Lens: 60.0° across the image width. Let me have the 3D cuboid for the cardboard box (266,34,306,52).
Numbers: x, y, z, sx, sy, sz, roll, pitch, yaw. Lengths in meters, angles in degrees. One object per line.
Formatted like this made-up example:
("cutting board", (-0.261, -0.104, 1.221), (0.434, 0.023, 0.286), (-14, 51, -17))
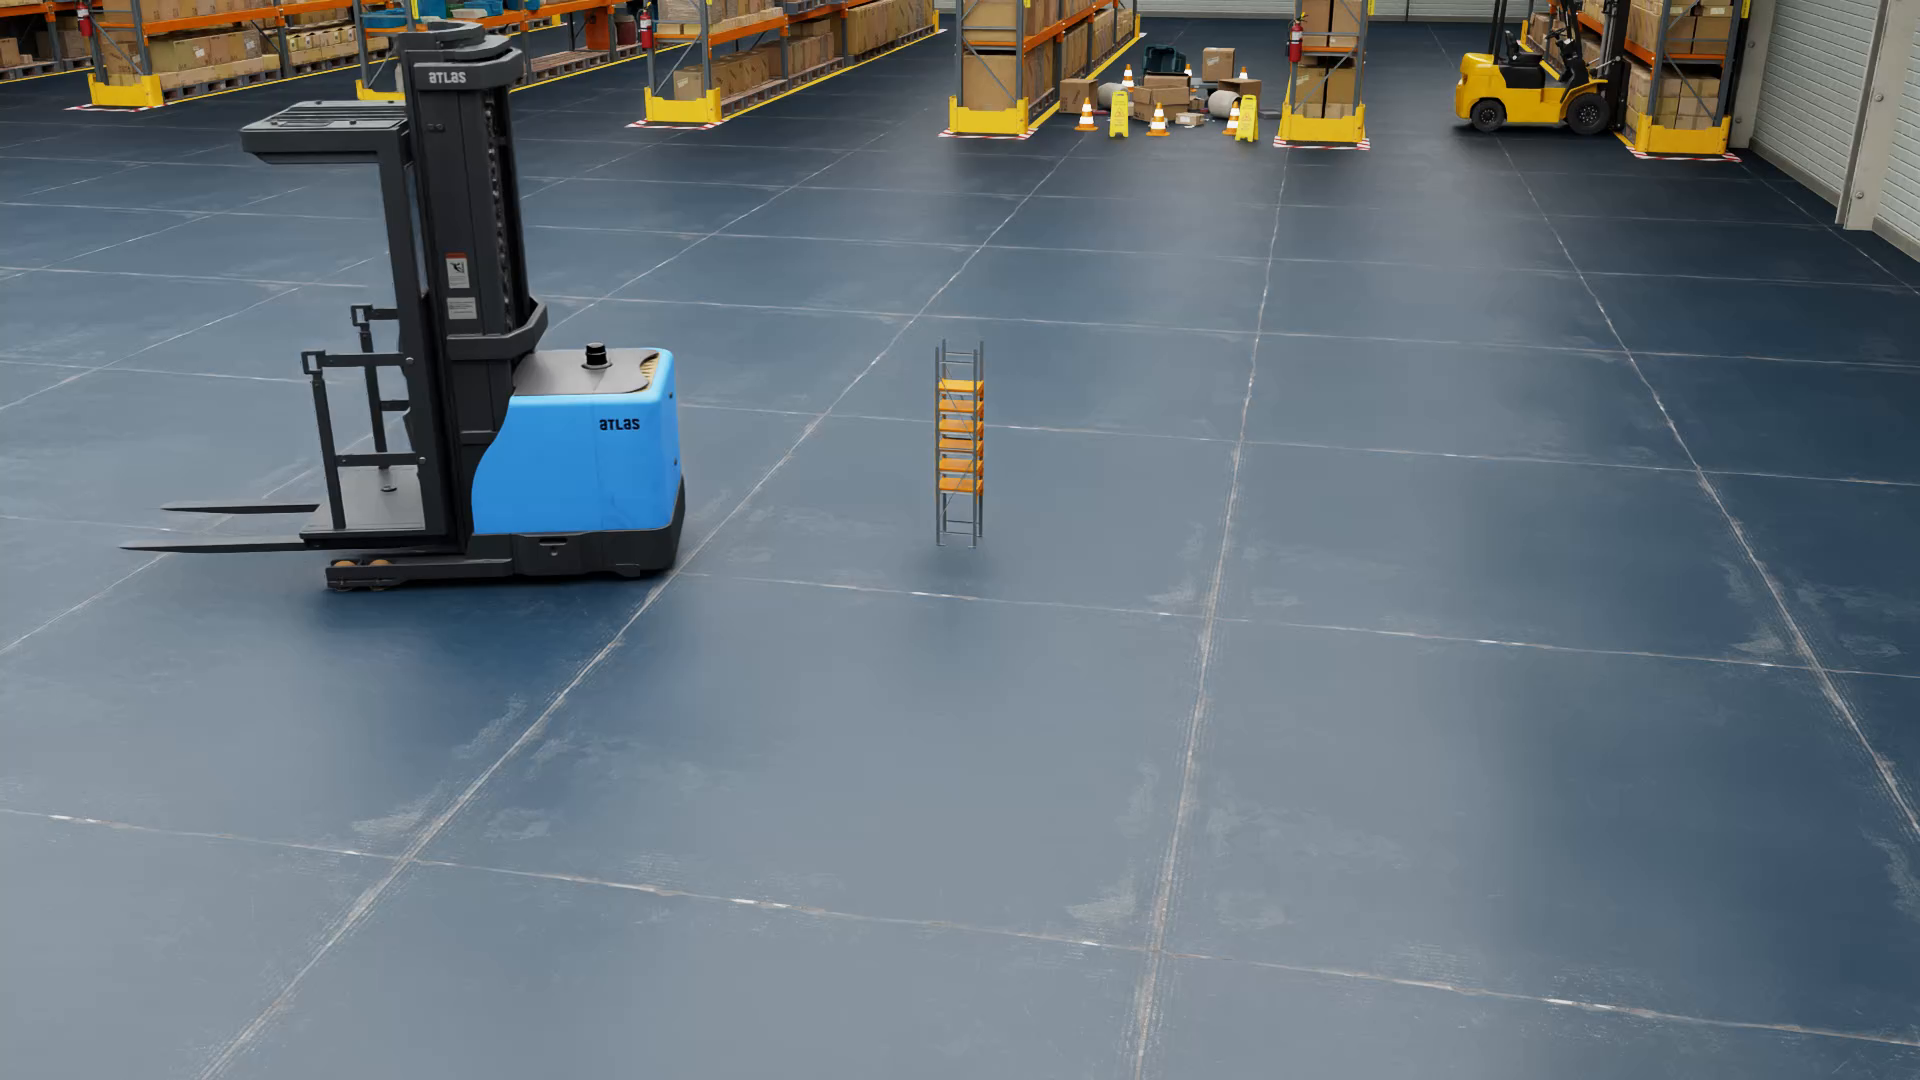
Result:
("cardboard box", (-12.946, -9.557, 31.936), (0.500, 0.311, 0.500), (5, 22, 11))

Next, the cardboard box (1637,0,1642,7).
("cardboard box", (10.327, -8.043, 24.807), (0.380, 0.149, 0.250), (4, 22, 10))

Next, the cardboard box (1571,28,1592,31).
("cardboard box", (11.924, -9.735, 31.925), (0.380, 0.149, 0.250), (4, 22, 10))

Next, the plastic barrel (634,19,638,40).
("plastic barrel", (-7.268, -11.177, 36.358), (0.421, 0.512, 0.421), (0, 22, 0))

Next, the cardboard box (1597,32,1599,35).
("cardboard box", (12.417, -9.706, 31.854), (0.380, 0.149, 0.250), (4, 22, 10))

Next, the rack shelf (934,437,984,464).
("rack shelf", (-0.003, -0.510, 9.633), (0.258, 0.103, 0.180), (4, 22, 11))

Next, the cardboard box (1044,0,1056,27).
("cardboard box", (1.104, -8.805, 27.499), (0.875, 0.550, 0.550), (4, 22, 11))

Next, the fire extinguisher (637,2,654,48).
("fire extinguisher", (-4.868, -7.983, 25.764), (0.296, 0.674, 0.183), (4, 22, 11))

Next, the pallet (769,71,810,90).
("pallet", (-3.420, -8.480, 30.627), (1.003, 0.211, 1.213), (4, 22, 11))

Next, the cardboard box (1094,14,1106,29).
("cardboard box", (2.669, -10.519, 33.737), (0.500, 0.250, 0.500), (5, 22, 11))

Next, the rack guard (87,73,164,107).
("rack guard", (-14.095, -7.614, 28.090), (1.175, 0.500, 0.348), (4, 22, 11))

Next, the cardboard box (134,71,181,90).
("cardboard box", (-13.763, -7.881, 28.525), (0.500, 0.250, 0.500), (4, 22, 11))

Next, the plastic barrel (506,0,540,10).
("plastic barrel", (-8.051, -10.217, 30.536), (0.600, 0.901, 0.708), (4, 22, 11))

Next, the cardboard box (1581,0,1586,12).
("cardboard box", (11.471, -9.606, 29.891), (0.500, 0.250, 0.500), (5, 22, 11))

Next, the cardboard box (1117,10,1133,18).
("cardboard box", (3.810, -12.206, 38.603), (0.380, 0.149, 0.250), (4, 22, 10))

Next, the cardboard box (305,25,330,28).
("cardboard box", (-13.058, -10.339, 33.879), (0.500, 0.311, 0.500), (4, 22, 9))

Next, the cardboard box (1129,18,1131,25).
("cardboard box", (3.774, -12.068, 38.658), (0.380, 0.149, 0.250), (4, 22, 9))

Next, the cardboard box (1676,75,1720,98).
("cardboard box", (10.451, -6.438, 23.604), (0.500, 0.250, 0.500), (4, 22, 10))

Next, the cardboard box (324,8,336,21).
("cardboard box", (-16.027, -13.219, 41.446), (0.700, 0.500, 0.500), (5, 22, 12))

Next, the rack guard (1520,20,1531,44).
("rack guard", (13.417, -11.558, 37.882), (1.175, 0.500, 0.348), (4, 22, 11))

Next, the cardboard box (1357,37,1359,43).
("cardboard box", (5.751, -7.447, 24.665), (0.380, 0.149, 0.250), (4, 22, 9))

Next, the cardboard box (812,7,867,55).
("cardboard box", (-2.600, -10.412, 33.972), (1.225, 0.875, 0.875), (3, 22, 8))

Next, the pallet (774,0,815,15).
("pallet", (-3.279, -9.668, 30.101), (1.003, 0.211, 1.213), (4, 22, 11))

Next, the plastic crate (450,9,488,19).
("plastic crate", (-8.509, -9.131, 28.863), (0.530, 0.136, 0.437), (4, 22, 11))

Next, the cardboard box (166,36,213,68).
("cardboard box", (-13.574, -8.596, 29.296), (0.500, 0.500, 0.500), (4, 22, 11))

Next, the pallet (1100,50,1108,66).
("pallet", (2.486, -9.974, 34.335), (1.003, 0.211, 1.213), (4, 22, 11))

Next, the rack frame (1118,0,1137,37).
("rack frame", (3.706, -13.462, 39.265), (1.000, 3.000, 0.127), (4, 22, 11))

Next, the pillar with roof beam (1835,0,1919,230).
("pillar with roof beam", (5.754, -7.996, 17.662), (9.100, 9.000, 0.400), (4, 22, 11))

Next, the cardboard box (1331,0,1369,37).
("cardboard box", (5.676, -7.607, 24.194), (0.500, 0.500, 0.500), (4, 22, 10))

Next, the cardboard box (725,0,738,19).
("cardboard box", (-4.125, -8.781, 27.109), (0.875, 0.500, 0.500), (4, 22, 11))

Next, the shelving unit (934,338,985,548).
("shelving unit", (-0.003, -0.551, 9.616), (0.258, 1.200, 0.189), (4, 22, 11))

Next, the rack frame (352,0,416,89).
("rack frame", (-9.242, -8.403, 26.704), (1.000, 3.000, 0.127), (4, 22, 11))

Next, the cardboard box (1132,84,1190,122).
("cardboard box", (3.188, -6.948, 26.431), (0.797, 0.503, 0.637), (-11, 25, -26))

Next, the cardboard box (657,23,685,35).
("cardboard box", (-4.537, -8.029, 26.111), (0.380, 0.149, 0.250), (4, 22, 11))

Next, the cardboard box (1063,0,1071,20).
("cardboard box", (1.629, -9.292, 28.776), (0.500, 0.500, 0.500), (5, 22, 12))

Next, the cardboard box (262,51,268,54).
("cardboard box", (-13.474, -9.338, 32.144), (0.500, 0.250, 0.500), (4, 22, 10))

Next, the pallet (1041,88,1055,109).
("pallet", (1.026, -7.508, 28.214), (1.003, 0.211, 1.213), (4, 22, 11))

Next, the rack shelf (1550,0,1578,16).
("rack shelf", (12.209, -10.217, 32.170), (1.077, 0.370, 4.000), (4, 22, 11))

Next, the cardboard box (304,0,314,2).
("cardboard box", (-12.994, -10.764, 32.431), (0.500, 0.500, 0.500), (6, 23, 15))

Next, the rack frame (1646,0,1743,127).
("rack frame", (10.168, -6.893, 22.955), (1.000, 3.000, 0.127), (4, 22, 11))

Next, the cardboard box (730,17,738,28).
("cardboard box", (-3.853, -8.453, 27.164), (0.380, 0.149, 0.250), (4, 22, 11))

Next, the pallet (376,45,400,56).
("pallet", (-12.269, -10.685, 36.101), (1.003, 0.211, 1.213), (4, 22, 11))

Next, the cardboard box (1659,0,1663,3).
("cardboard box", (10.055, -7.618, 23.354), (0.380, 0.149, 0.250), (4, 22, 11))

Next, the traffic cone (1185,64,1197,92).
("traffic cone", (4.087, -8.299, 29.841), (0.336, 0.463, 0.334), (4, 22, 11))

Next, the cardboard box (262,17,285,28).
("cardboard box", (-16.498, -12.497, 39.185), (0.750, 0.750, 0.750), (5, 22, 12))

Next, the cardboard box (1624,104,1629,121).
("cardboard box", (10.176, -6.372, 24.779), (0.500, 0.250, 0.500), (5, 22, 11))

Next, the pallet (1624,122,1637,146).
("pallet", (10.283, -5.883, 24.178), (1.003, 0.211, 1.213), (4, 22, 11))

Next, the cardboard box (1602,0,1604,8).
("cardboard box", (10.932, -8.906, 27.484), (0.500, 0.250, 0.500), (4, 22, 10))

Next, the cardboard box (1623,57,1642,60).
("cardboard box", (10.464, -7.400, 25.993), (0.500, 0.250, 0.500), (4, 22, 11))

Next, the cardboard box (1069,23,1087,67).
("cardboard box", (1.862, -9.472, 31.807), (1.050, 0.750, 0.750), (4, 22, 10))

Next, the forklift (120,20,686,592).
("forklift", (-3.149, -1.281, 9.111), (3.031, 2.935, 1.130), (-2, 22, -4))
